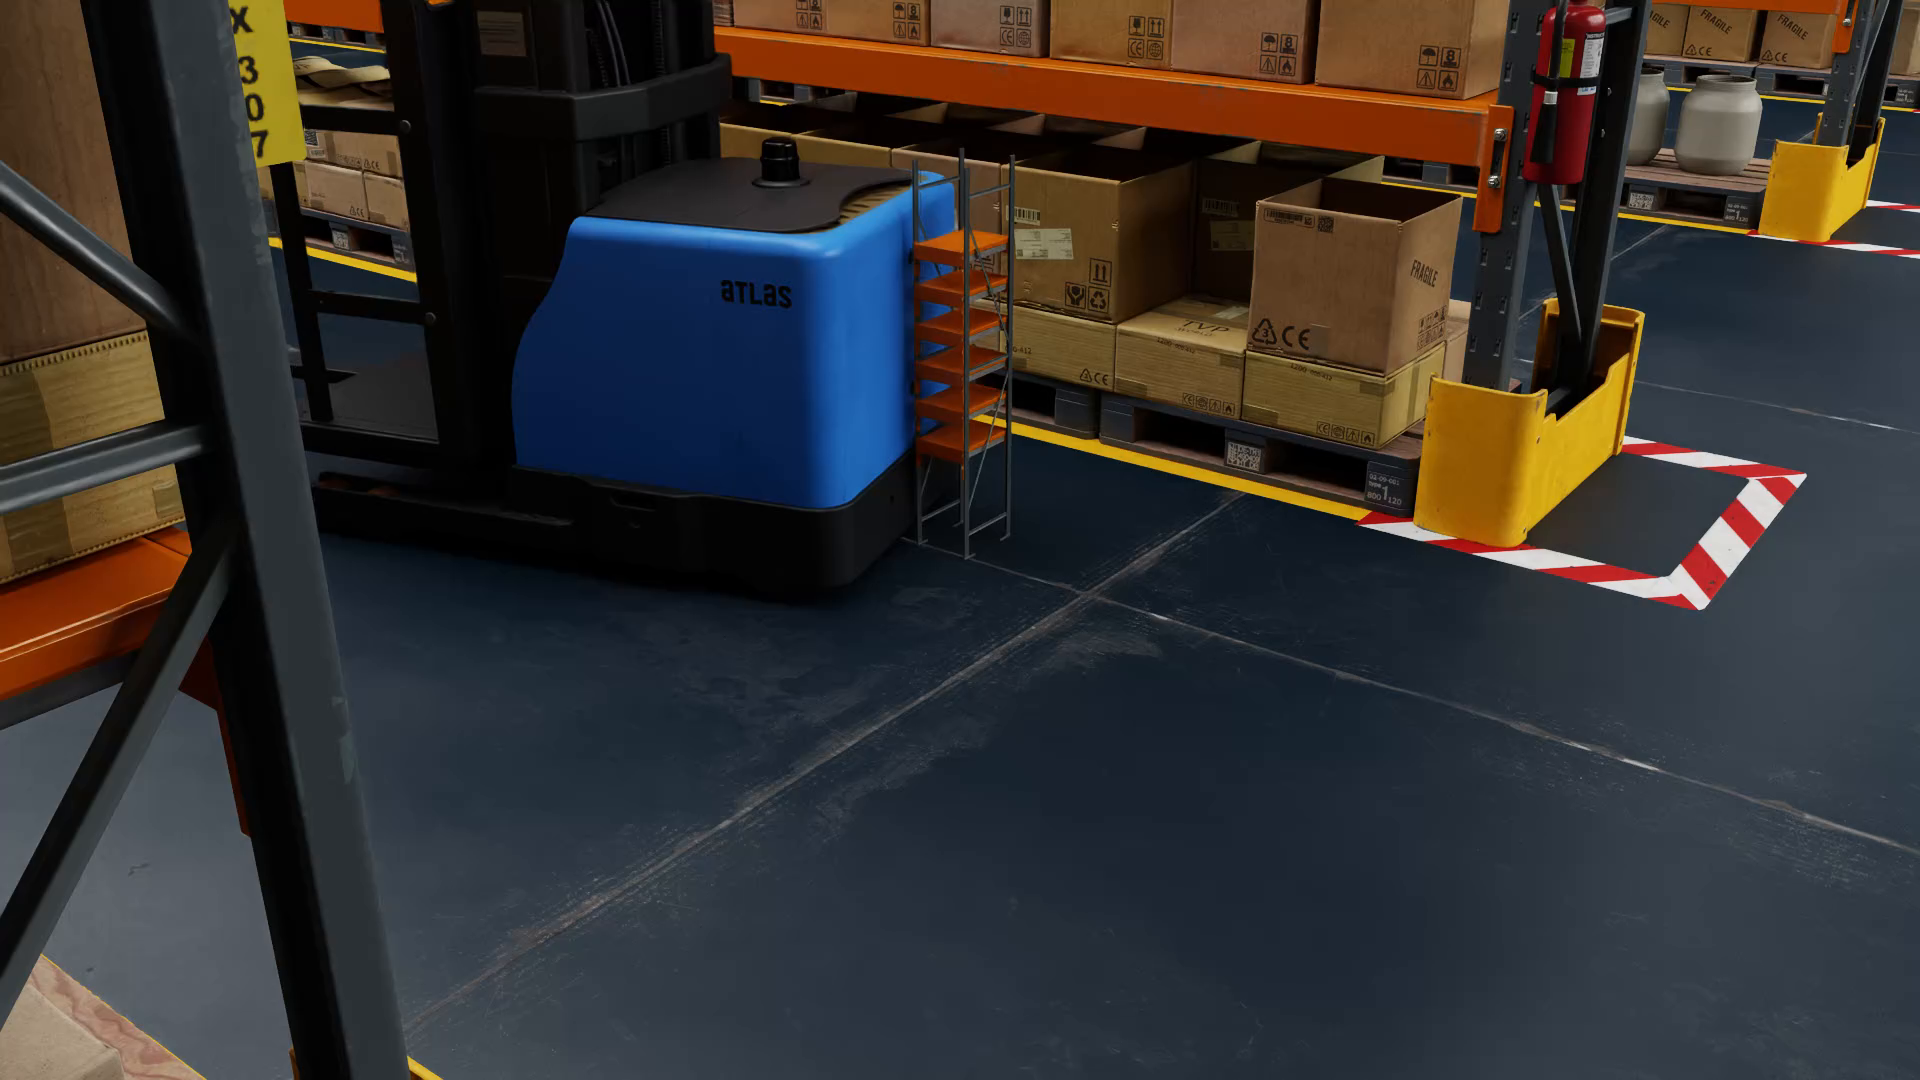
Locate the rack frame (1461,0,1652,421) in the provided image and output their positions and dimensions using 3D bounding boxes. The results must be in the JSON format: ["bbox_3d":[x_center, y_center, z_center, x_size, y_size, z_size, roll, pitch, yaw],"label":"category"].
[{"bbox_3d":[1.907,-1.572,5.099,0.127,3.000,1.000,17,29,33],"label":"rack frame"}]

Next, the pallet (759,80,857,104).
[{"bbox_3d":[-0.924,-3.628,13.223,1.213,0.211,1.003,17,29,33],"label":"pallet"}]

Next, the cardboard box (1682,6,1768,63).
[{"bbox_3d":[6.373,-4.263,13.785,0.500,0.500,0.500,20,31,38],"label":"cardboard box"}]

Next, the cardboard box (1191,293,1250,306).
[{"bbox_3d":[1.209,-0.828,6.297,0.500,0.250,0.500,17,29,33],"label":"cardboard box"}]

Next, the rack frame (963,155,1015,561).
[{"bbox_3d":[0.085,-0.523,4.950,0.006,1.200,0.240,17,29,33],"label":"rack frame"}]

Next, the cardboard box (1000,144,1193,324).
[{"bbox_3d":[0.491,-1.120,6.032,0.500,0.500,0.500,17,29,33],"label":"cardboard box"}]

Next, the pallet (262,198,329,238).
[{"bbox_3d":[-3.859,-2.019,9.571,1.213,0.211,1.003,17,29,33],"label":"pallet"}]

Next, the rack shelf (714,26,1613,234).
[{"bbox_3d":[0.307,-1.727,6.341,4.000,0.370,1.077,17,29,33],"label":"rack shelf"}]

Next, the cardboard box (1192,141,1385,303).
[{"bbox_3d":[1.210,-1.171,6.147,0.500,0.500,0.500,17,29,33],"label":"cardboard box"}]

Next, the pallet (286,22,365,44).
[{"bbox_3d":[-6.313,-5.256,16.916,1.213,0.211,1.003,17,29,33],"label":"pallet"}]

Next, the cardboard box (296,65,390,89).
[{"bbox_3d":[-3.508,-2.527,9.458,0.500,0.311,0.500,16,29,33],"label":"cardboard box"}]

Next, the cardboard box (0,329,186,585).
[{"bbox_3d":[-1.261,-0.134,1.996,0.500,0.250,0.500,16,28,32],"label":"cardboard box"}]

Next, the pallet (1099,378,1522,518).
[{"bbox_3d":[1.270,-0.468,6.050,1.213,0.211,1.003,17,29,33],"label":"pallet"}]

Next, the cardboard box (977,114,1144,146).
[{"bbox_3d":[0.413,-1.415,6.700,0.500,0.500,0.500,17,29,33],"label":"cardboard box"}]

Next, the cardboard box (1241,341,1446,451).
[{"bbox_3d":[1.301,-0.541,5.646,0.500,0.250,0.500,17,29,33],"label":"cardboard box"}]

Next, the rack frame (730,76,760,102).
[{"bbox_3d":[-1.293,-2.540,7.294,0.127,3.000,1.000,17,29,33],"label":"rack frame"}]

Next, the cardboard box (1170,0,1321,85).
[{"bbox_3d":[1.118,-1.861,5.629,0.500,0.500,0.700,18,29,35],"label":"cardboard box"}]

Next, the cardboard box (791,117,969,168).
[{"bbox_3d":[-0.310,-1.362,6.580,0.500,0.500,0.500,17,29,33],"label":"cardboard box"}]

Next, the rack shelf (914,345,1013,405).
[{"bbox_3d":[0.012,-0.505,5.018,0.180,0.103,0.258,17,29,33],"label":"rack shelf"}]

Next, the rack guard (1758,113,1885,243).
[{"bbox_3d":[4.792,-2.029,9.235,0.348,0.500,1.175,17,29,33],"label":"rack guard"}]

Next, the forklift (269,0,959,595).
[{"bbox_3d":[-1.574,-1.535,5.099,3.031,2.935,1.130,8,25,19],"label":"forklift"}]

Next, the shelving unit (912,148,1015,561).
[{"bbox_3d":[0.012,-0.546,5.000,0.189,1.200,0.258,17,29,33],"label":"shelving unit"}]

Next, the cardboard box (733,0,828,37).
[{"bbox_3d":[-0.509,-2.355,6.750,0.500,0.500,0.700,16,29,33],"label":"cardboard box"}]

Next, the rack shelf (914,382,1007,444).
[{"bbox_3d":[0.012,-0.395,5.066,0.180,0.103,0.258,17,29,33],"label":"rack shelf"}]

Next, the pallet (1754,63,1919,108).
[{"bbox_3d":[7.162,-3.718,13.426,1.213,0.211,1.003,17,29,33],"label":"pallet"}]

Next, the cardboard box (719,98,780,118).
[{"bbox_3d":[-1.110,-1.604,7.129,0.500,0.500,0.500,17,29,33],"label":"cardboard box"}]

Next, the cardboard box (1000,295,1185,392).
[{"bbox_3d":[0.493,-0.778,6.185,0.500,0.250,0.500,17,29,33],"label":"cardboard box"}]

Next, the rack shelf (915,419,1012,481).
[{"bbox_3d":[0.012,-0.285,5.115,0.180,0.103,0.258,17,29,33],"label":"rack shelf"}]

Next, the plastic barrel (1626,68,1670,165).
[{"bbox_3d":[3.907,-2.479,9.721,0.421,0.512,0.421,0,24,0],"label":"plastic barrel"}]

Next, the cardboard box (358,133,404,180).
[{"bbox_3d":[-2.607,-1.981,8.220,0.500,0.311,0.500,17,29,33],"label":"cardboard box"}]

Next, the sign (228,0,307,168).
[{"bbox_3d":[-0.735,-0.545,1.692,0.005,0.325,0.100,17,29,33],"label":"sign"}]

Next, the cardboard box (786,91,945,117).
[{"bbox_3d":[-0.398,-1.651,7.235,0.500,0.500,0.500,17,29,33],"label":"cardboard box"}]

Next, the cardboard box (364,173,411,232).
[{"bbox_3d":[-2.612,-1.727,8.338,0.500,0.250,0.500,18,29,34],"label":"cardboard box"}]

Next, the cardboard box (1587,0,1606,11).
[{"bbox_3d":[5.410,-4.538,14.408,0.500,0.500,0.500,-16,28,-31],"label":"cardboard box"}]

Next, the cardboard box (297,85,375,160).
[{"bbox_3d":[-3.419,-2.228,8.780,0.500,0.311,0.500,16,28,32],"label":"cardboard box"}]

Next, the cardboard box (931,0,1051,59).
[{"bbox_3d":[0.301,-2.109,6.192,0.500,0.500,0.700,18,29,35],"label":"cardboard box"}]

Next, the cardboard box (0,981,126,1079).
[{"bbox_3d":[-1.560,0.859,2.368,0.500,0.311,0.500,13,27,27],"label":"cardboard box"}]

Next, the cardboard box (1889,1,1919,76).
[{"bbox_3d":[7.362,-3.972,13.125,0.500,0.500,0.500,-20,31,-38],"label":"cardboard box"}]

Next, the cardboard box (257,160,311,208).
[{"bbox_3d":[-3.429,-1.974,8.900,0.500,0.250,0.500,16,28,32],"label":"cardboard box"}]

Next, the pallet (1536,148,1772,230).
[{"bbox_3d":[4.145,-2.095,9.743,1.213,0.211,1.003,17,29,33],"label":"pallet"}]

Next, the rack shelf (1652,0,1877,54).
[{"bbox_3d":[3.281,-3.324,9.967,4.000,0.370,1.077,17,29,33],"label":"rack shelf"}]
